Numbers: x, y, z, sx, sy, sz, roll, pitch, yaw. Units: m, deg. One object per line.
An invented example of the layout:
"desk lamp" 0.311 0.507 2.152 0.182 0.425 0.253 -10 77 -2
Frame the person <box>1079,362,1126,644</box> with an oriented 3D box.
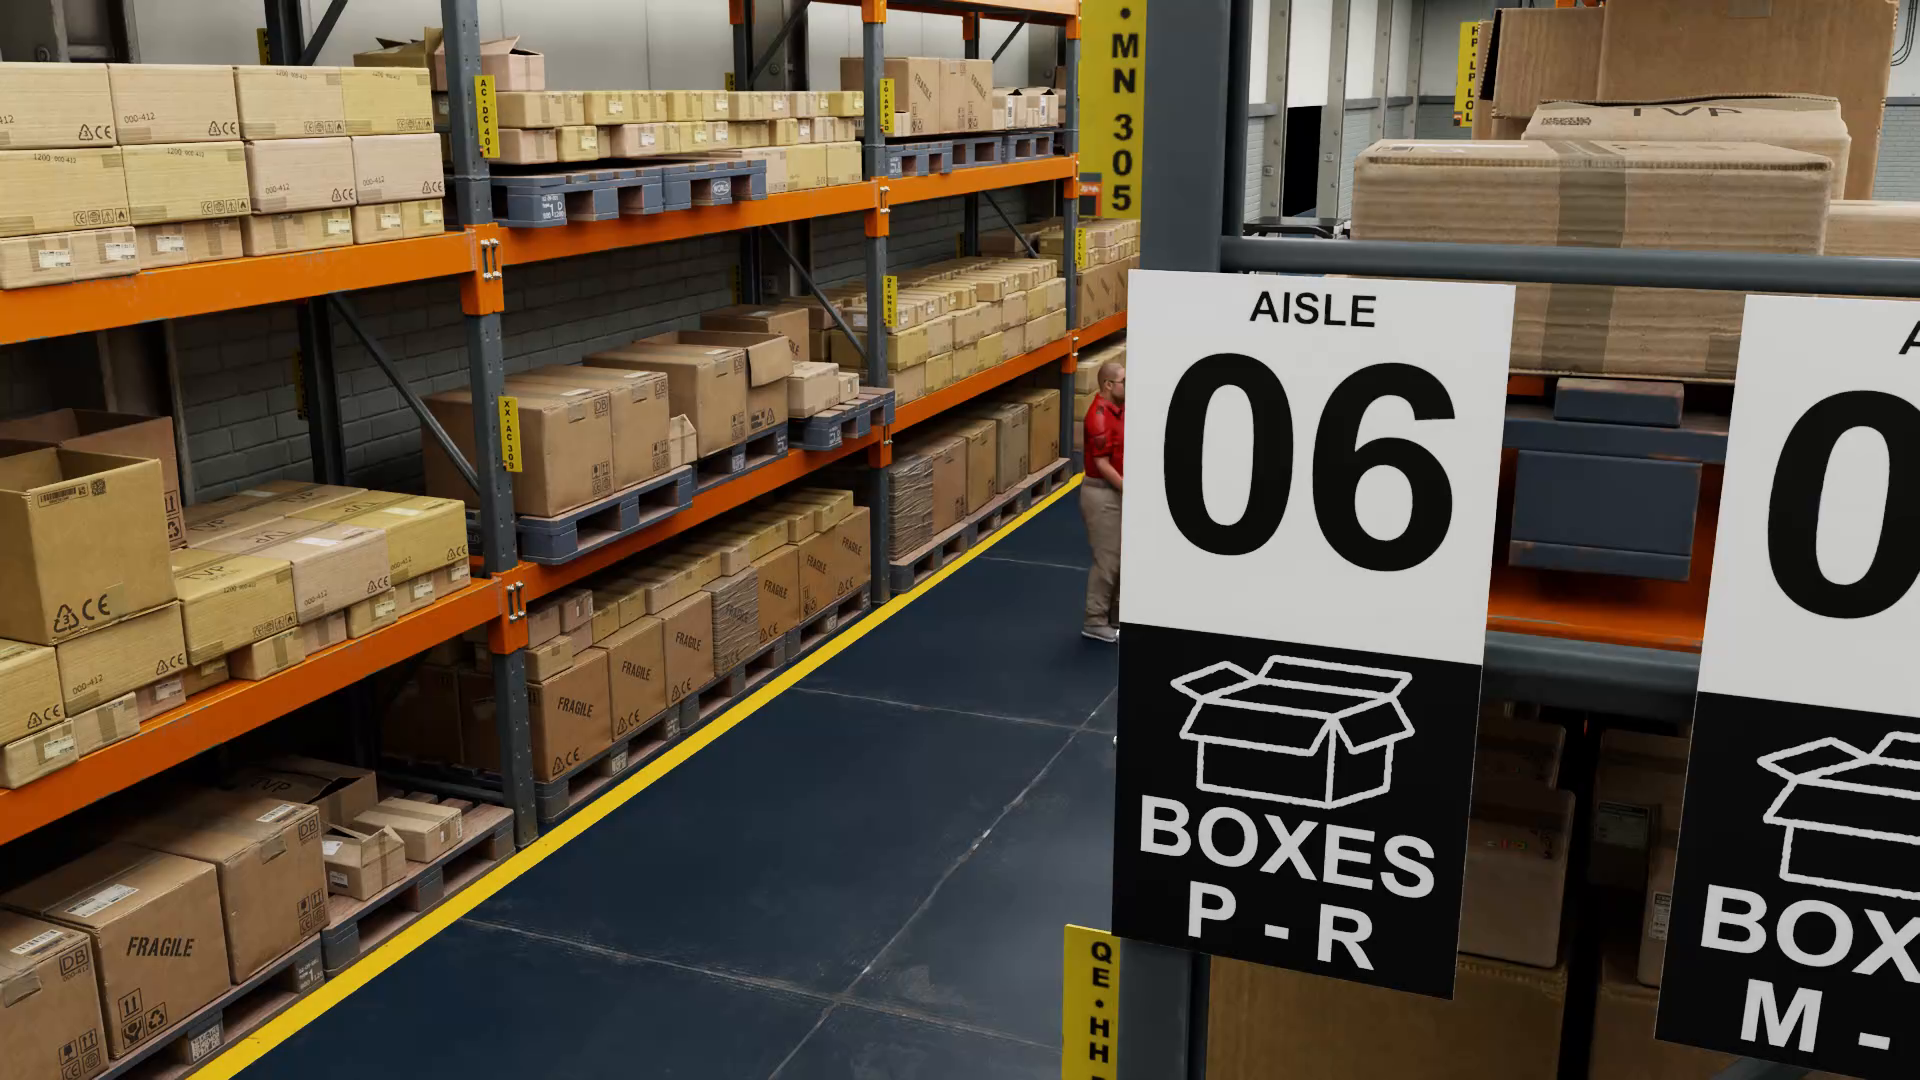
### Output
"person" 1.005 -0.248 10.443 0.483 1.733 0.530 6 16 20
